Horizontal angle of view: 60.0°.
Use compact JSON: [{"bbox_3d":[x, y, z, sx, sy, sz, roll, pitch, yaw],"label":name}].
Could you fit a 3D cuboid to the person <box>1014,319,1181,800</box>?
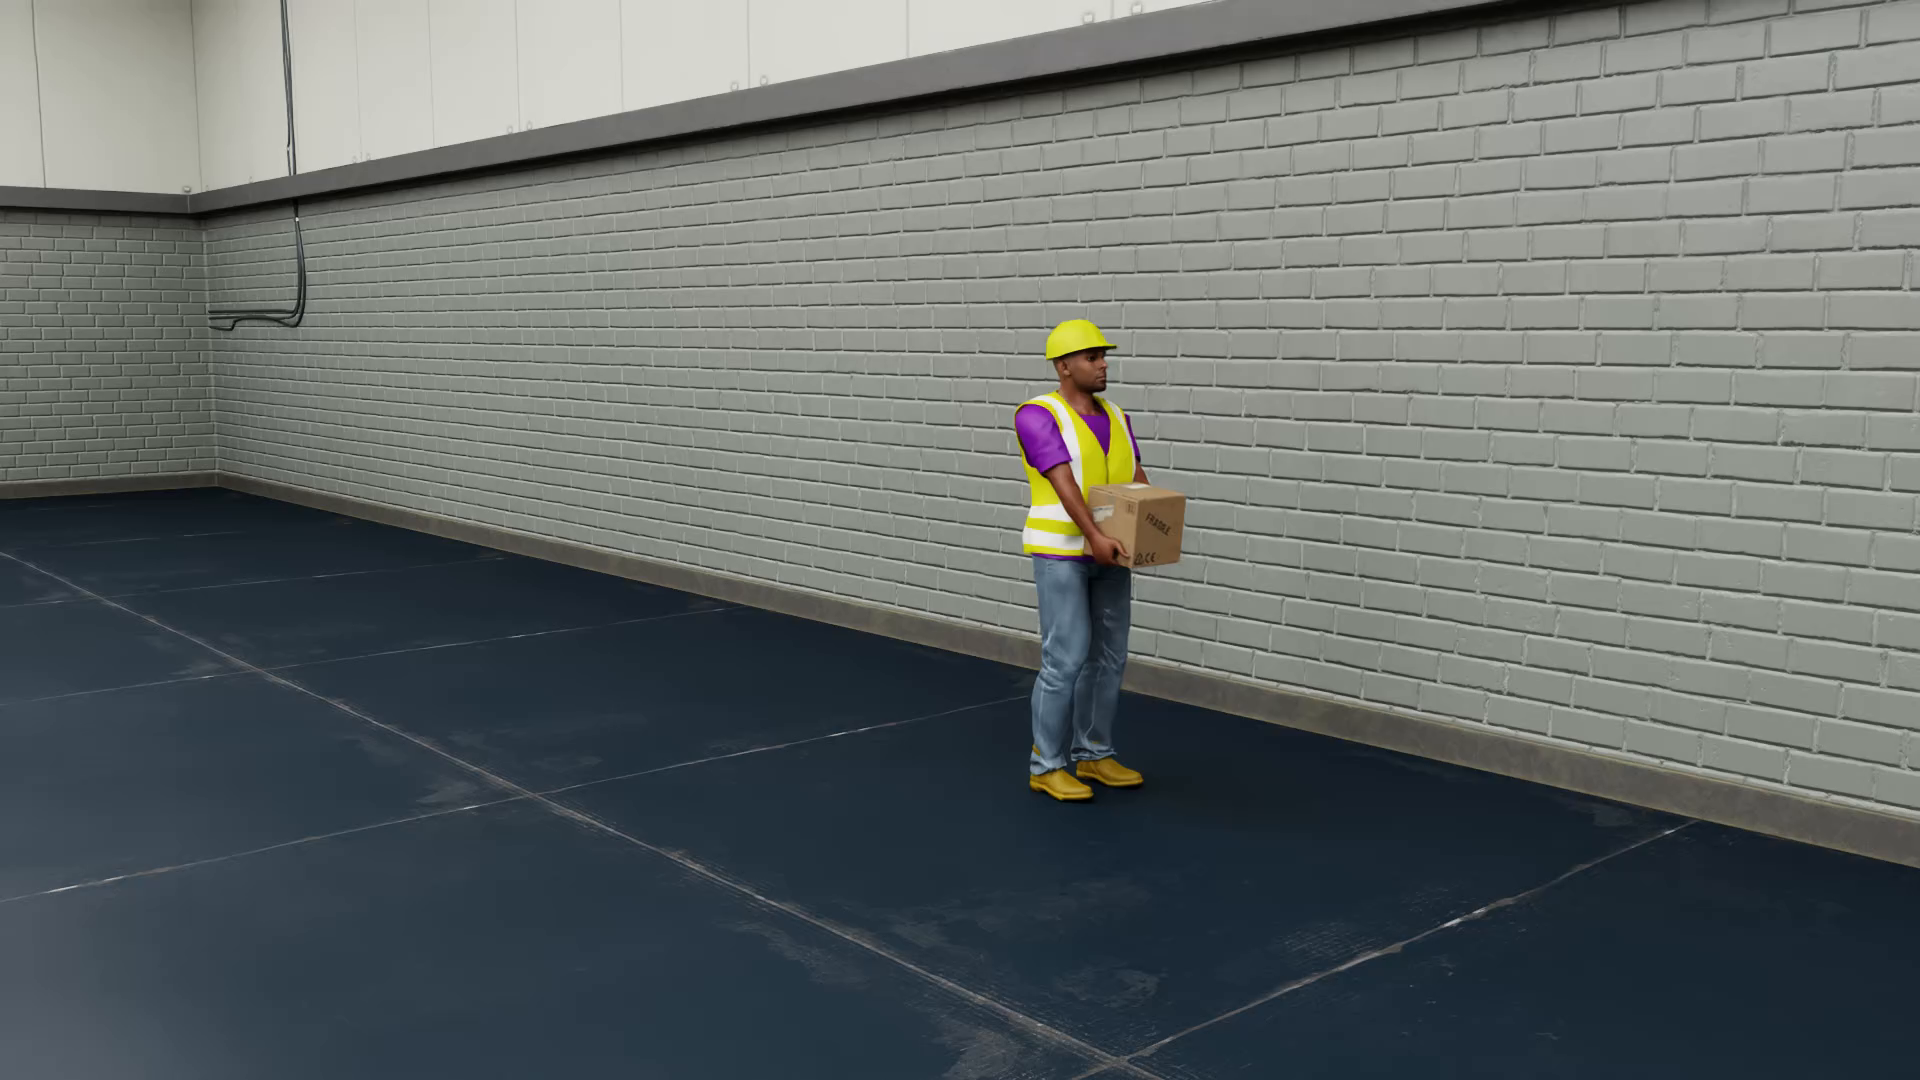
[{"bbox_3d":[0.520,0.071,6.151,0.504,1.761,0.572,-6,10,-40],"label":"person"}]
